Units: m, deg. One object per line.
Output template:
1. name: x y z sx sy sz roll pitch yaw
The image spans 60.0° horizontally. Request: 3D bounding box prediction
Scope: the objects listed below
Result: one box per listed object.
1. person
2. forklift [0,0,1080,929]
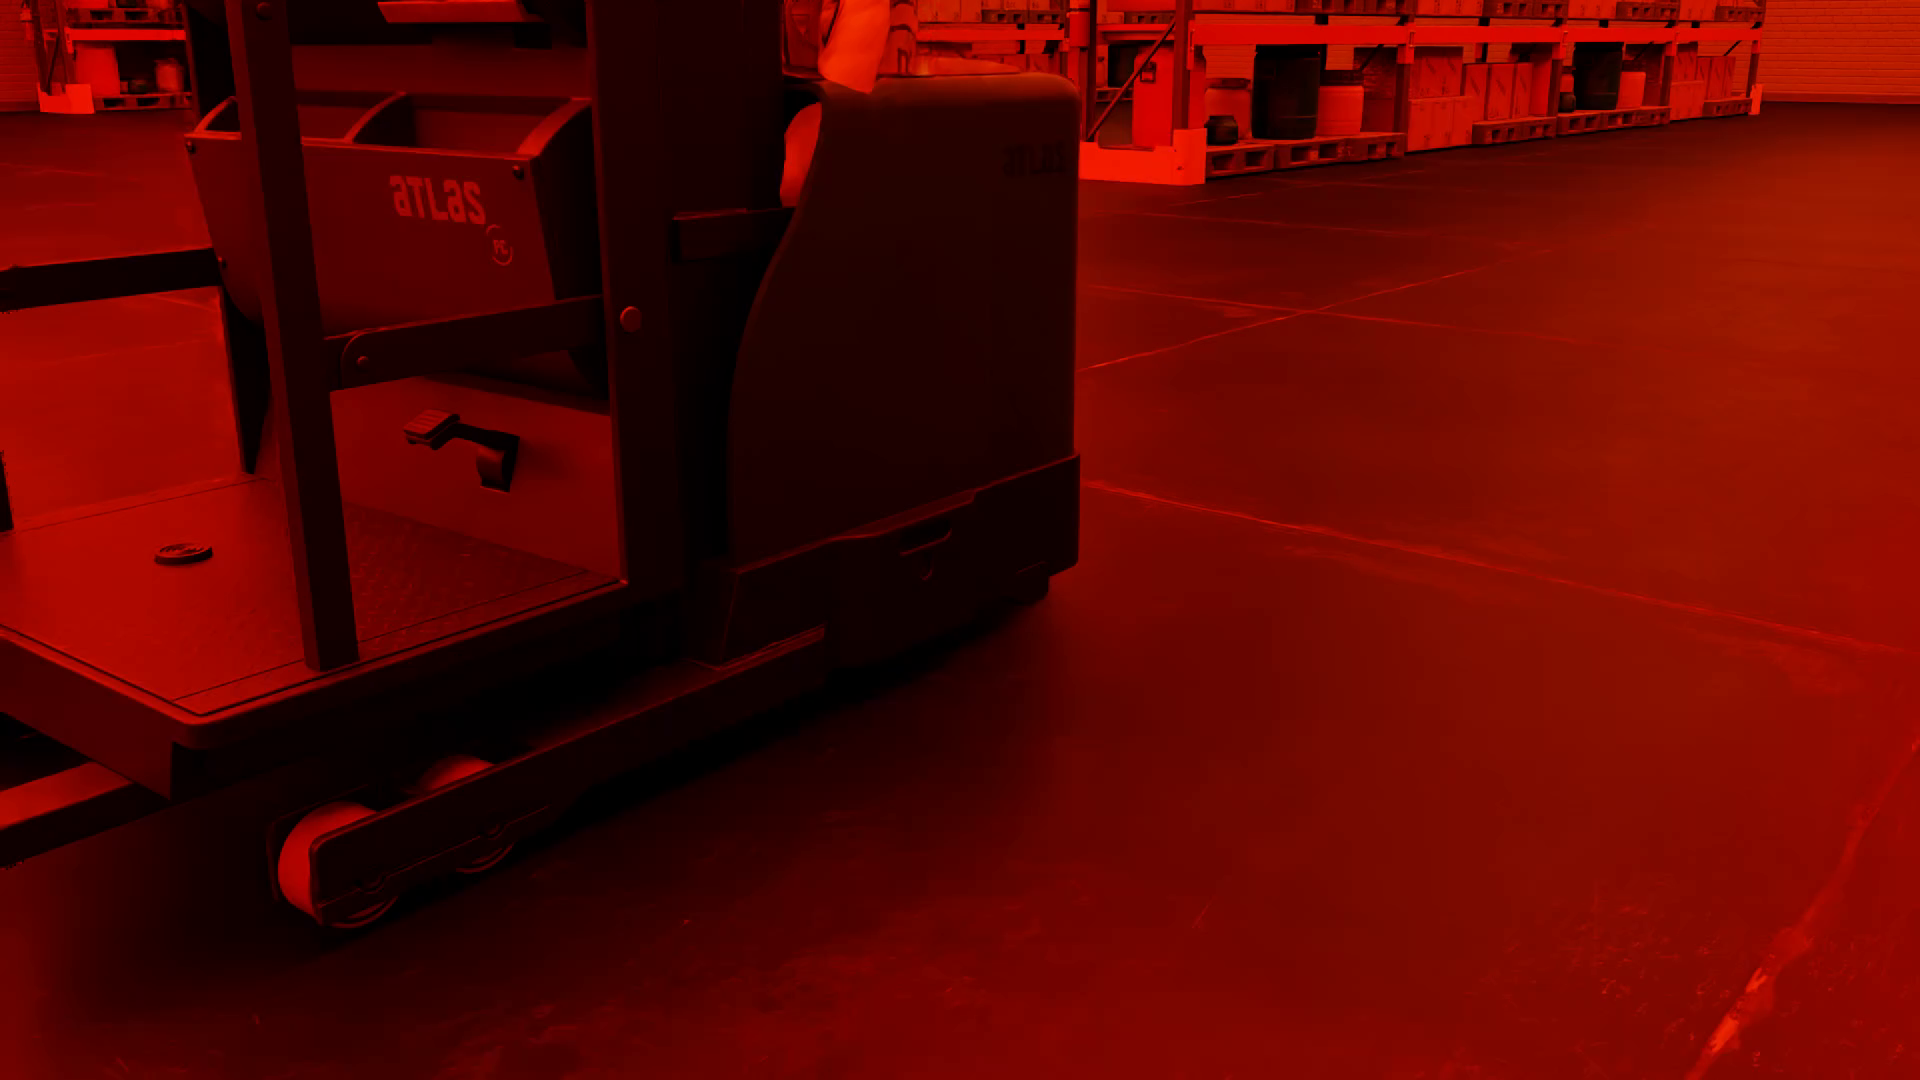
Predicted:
1. person: -0.337 -0.560 3.135 0.531 1.629 0.714 0 17 0
2. forklift: -1.046 -1.044 2.335 1.130 2.935 3.031 13 21 36
